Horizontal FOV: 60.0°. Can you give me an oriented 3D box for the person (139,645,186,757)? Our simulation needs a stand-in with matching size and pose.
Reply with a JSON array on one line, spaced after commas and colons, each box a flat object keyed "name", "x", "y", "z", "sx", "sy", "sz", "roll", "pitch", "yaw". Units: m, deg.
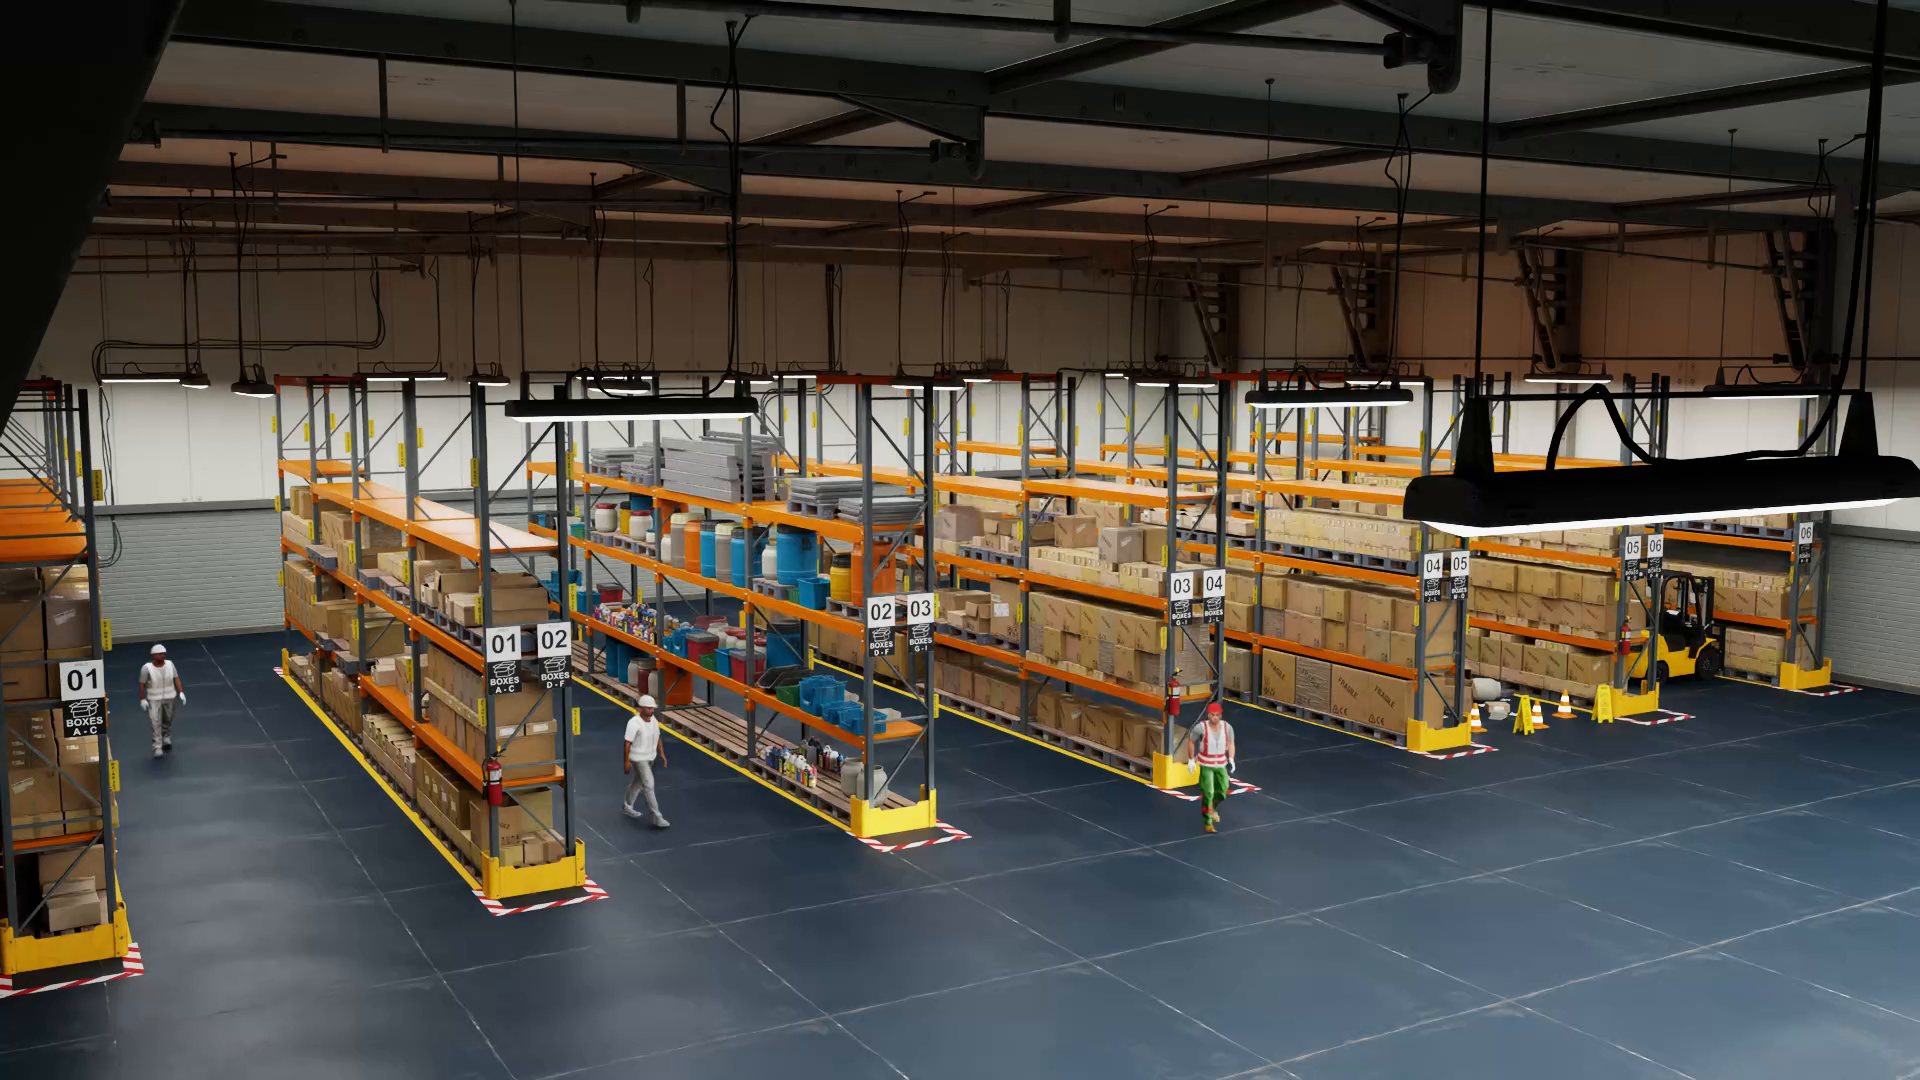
[{"name": "person", "x": -12.785, "y": 2.530, "z": 26.671, "sx": 0.646, "sy": 1.711, "sz": 1.087, "roll": -4, "pitch": 8, "yaw": -35}]

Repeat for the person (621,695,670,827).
[{"name": "person", "x": -4.265, "y": 2.970, "z": 22.671, "sx": 0.951, "sy": 1.718, "sz": 0.593, "roll": 2, "pitch": 7, "yaw": 21}]

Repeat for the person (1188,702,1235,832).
[{"name": "person", "x": 3.364, "y": 3.017, "z": 22.382, "sx": 0.616, "sy": 1.760, "sz": 0.688, "roll": -1, "pitch": 6, "yaw": -11}]
